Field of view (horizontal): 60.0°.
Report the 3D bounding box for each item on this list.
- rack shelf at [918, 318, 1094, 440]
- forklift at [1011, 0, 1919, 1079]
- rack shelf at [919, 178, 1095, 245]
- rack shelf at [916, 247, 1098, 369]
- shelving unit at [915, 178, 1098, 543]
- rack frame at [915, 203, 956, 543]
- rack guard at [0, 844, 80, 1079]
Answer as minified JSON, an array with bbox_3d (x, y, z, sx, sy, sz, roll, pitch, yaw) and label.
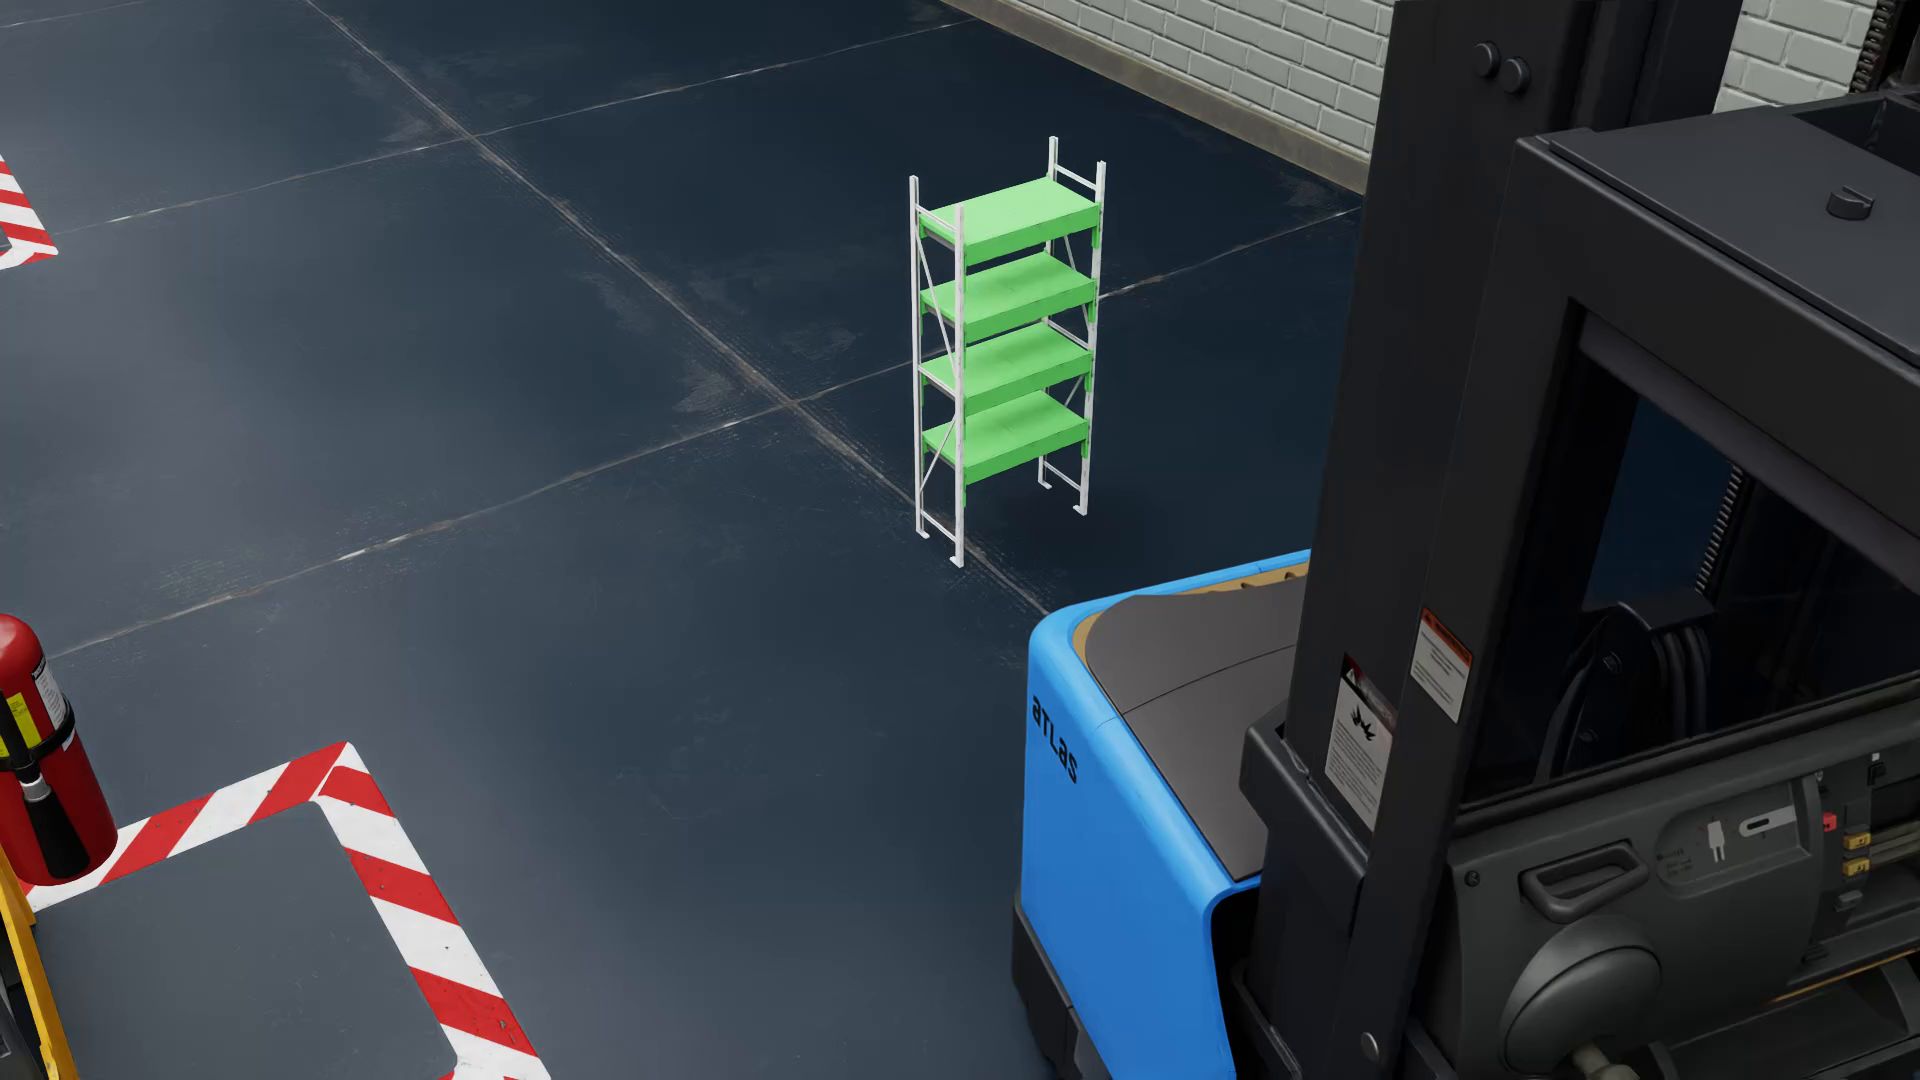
[{"bbox_3d":[0.135,-0.491,5.014,0.480,0.148,0.258,-22,41,-28],"label":"rack shelf"},{"bbox_3d":[1.111,0.529,2.004,1.130,2.935,3.031,-12,38,-17],"label":"forklift"},{"bbox_3d":[0.135,-0.924,4.703,0.457,0.021,0.221,-22,41,-28],"label":"rack shelf"},{"bbox_3d":[0.135,-0.686,4.874,0.480,0.148,0.258,-22,41,-28],"label":"rack shelf"},{"bbox_3d":[0.132,-0.542,4.975,0.487,1.046,0.258,-22,41,-28],"label":"shelving unit"},{"bbox_3d":[-0.064,-0.460,4.862,0.006,1.046,0.228,-22,41,-28],"label":"rack frame"},{"bbox_3d":[-2.085,0.991,3.444,0.348,0.500,1.175,-22,41,-28],"label":"rack guard"}]
